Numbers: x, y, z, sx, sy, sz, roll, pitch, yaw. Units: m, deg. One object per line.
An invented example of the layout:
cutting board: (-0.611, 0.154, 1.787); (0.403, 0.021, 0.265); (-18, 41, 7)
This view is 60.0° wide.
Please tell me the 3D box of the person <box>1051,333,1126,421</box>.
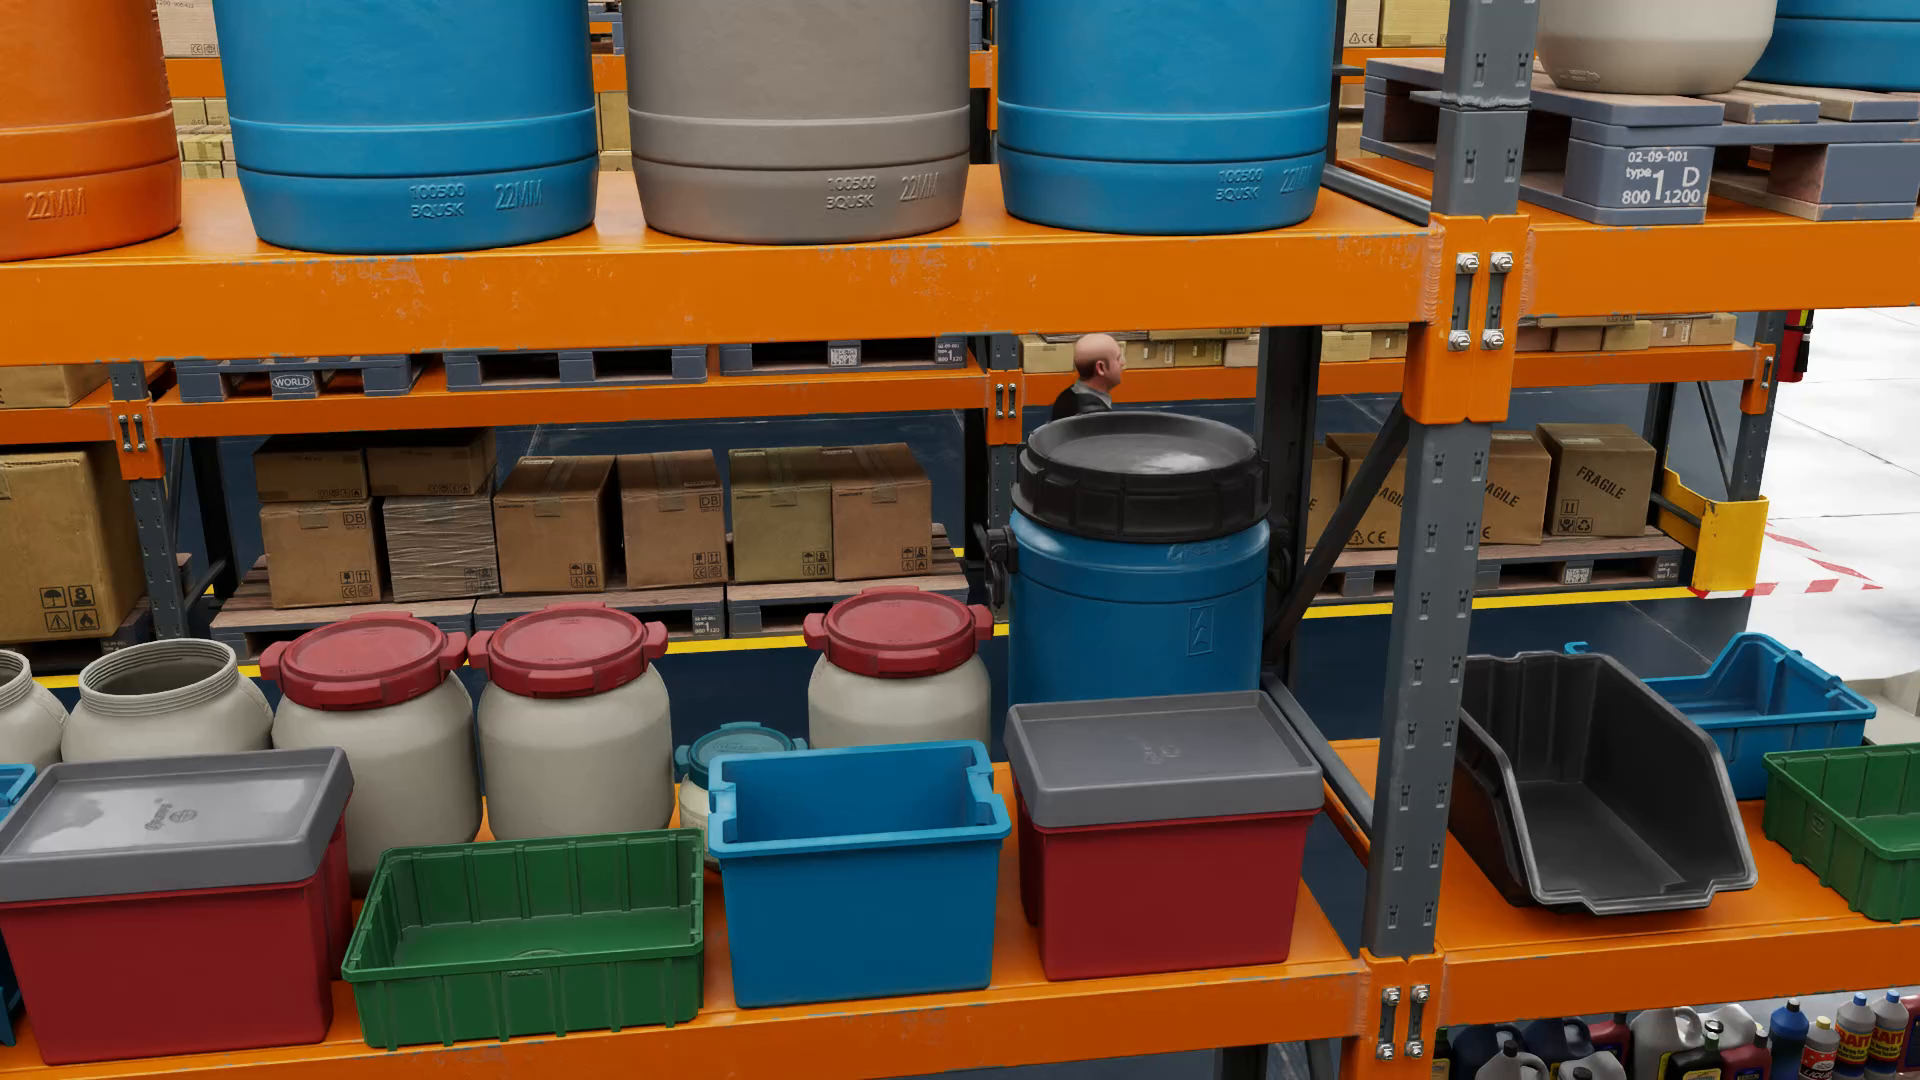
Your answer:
person: (0.639, -0.050, 7.238); (0.513, 1.727, 0.536); (-3, 20, -8)
